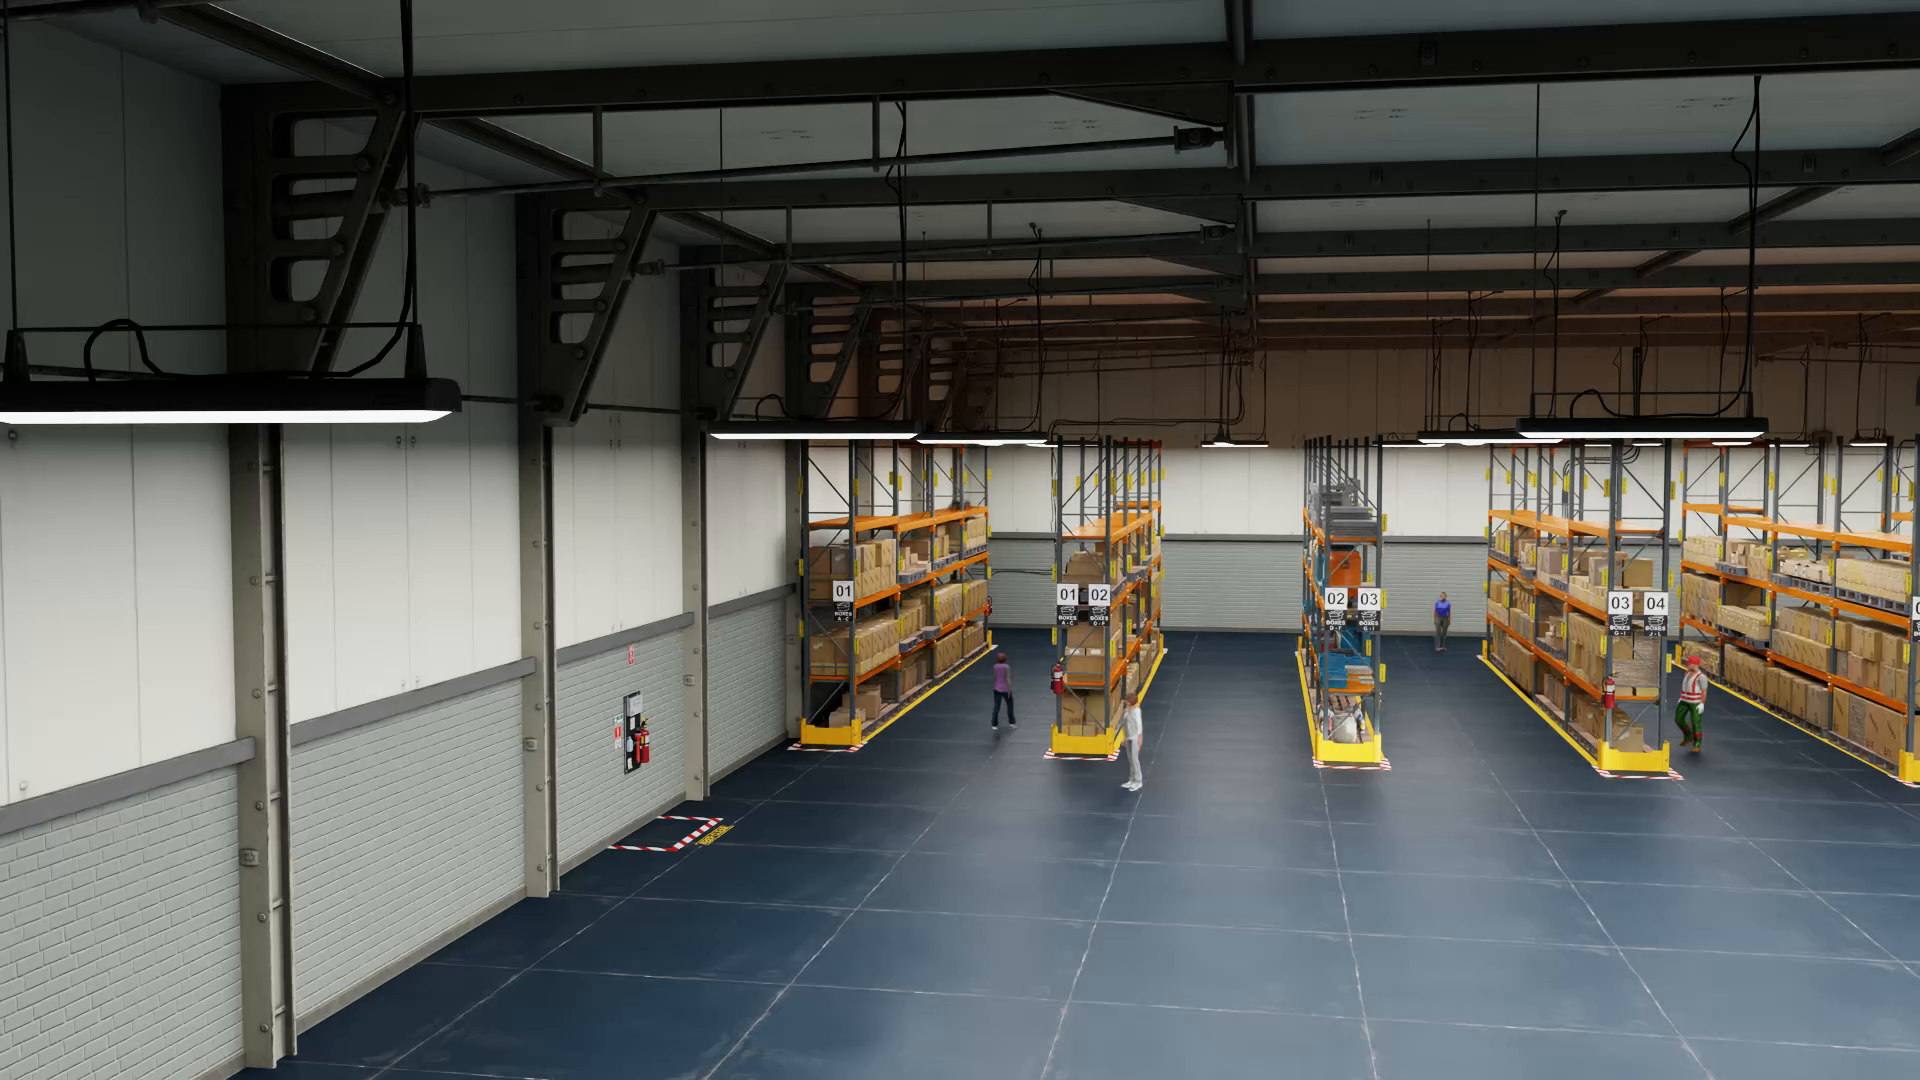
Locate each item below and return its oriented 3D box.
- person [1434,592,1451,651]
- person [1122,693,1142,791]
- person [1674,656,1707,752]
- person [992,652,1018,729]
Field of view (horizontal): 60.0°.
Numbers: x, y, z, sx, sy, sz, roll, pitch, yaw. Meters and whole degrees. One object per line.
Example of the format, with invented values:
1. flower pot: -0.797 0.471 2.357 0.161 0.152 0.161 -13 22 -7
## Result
1. person: 13.794 2.320 47.540 0.457 1.672 0.367 1 3 10
2. person: 2.913 3.459 28.176 0.334 1.521 0.480 -1 3 -24
3. person: 13.934 3.105 31.664 0.491 1.790 0.624 -2 4 -30
4. person: 0.911 3.089 34.025 0.448 1.597 0.747 2 4 37
